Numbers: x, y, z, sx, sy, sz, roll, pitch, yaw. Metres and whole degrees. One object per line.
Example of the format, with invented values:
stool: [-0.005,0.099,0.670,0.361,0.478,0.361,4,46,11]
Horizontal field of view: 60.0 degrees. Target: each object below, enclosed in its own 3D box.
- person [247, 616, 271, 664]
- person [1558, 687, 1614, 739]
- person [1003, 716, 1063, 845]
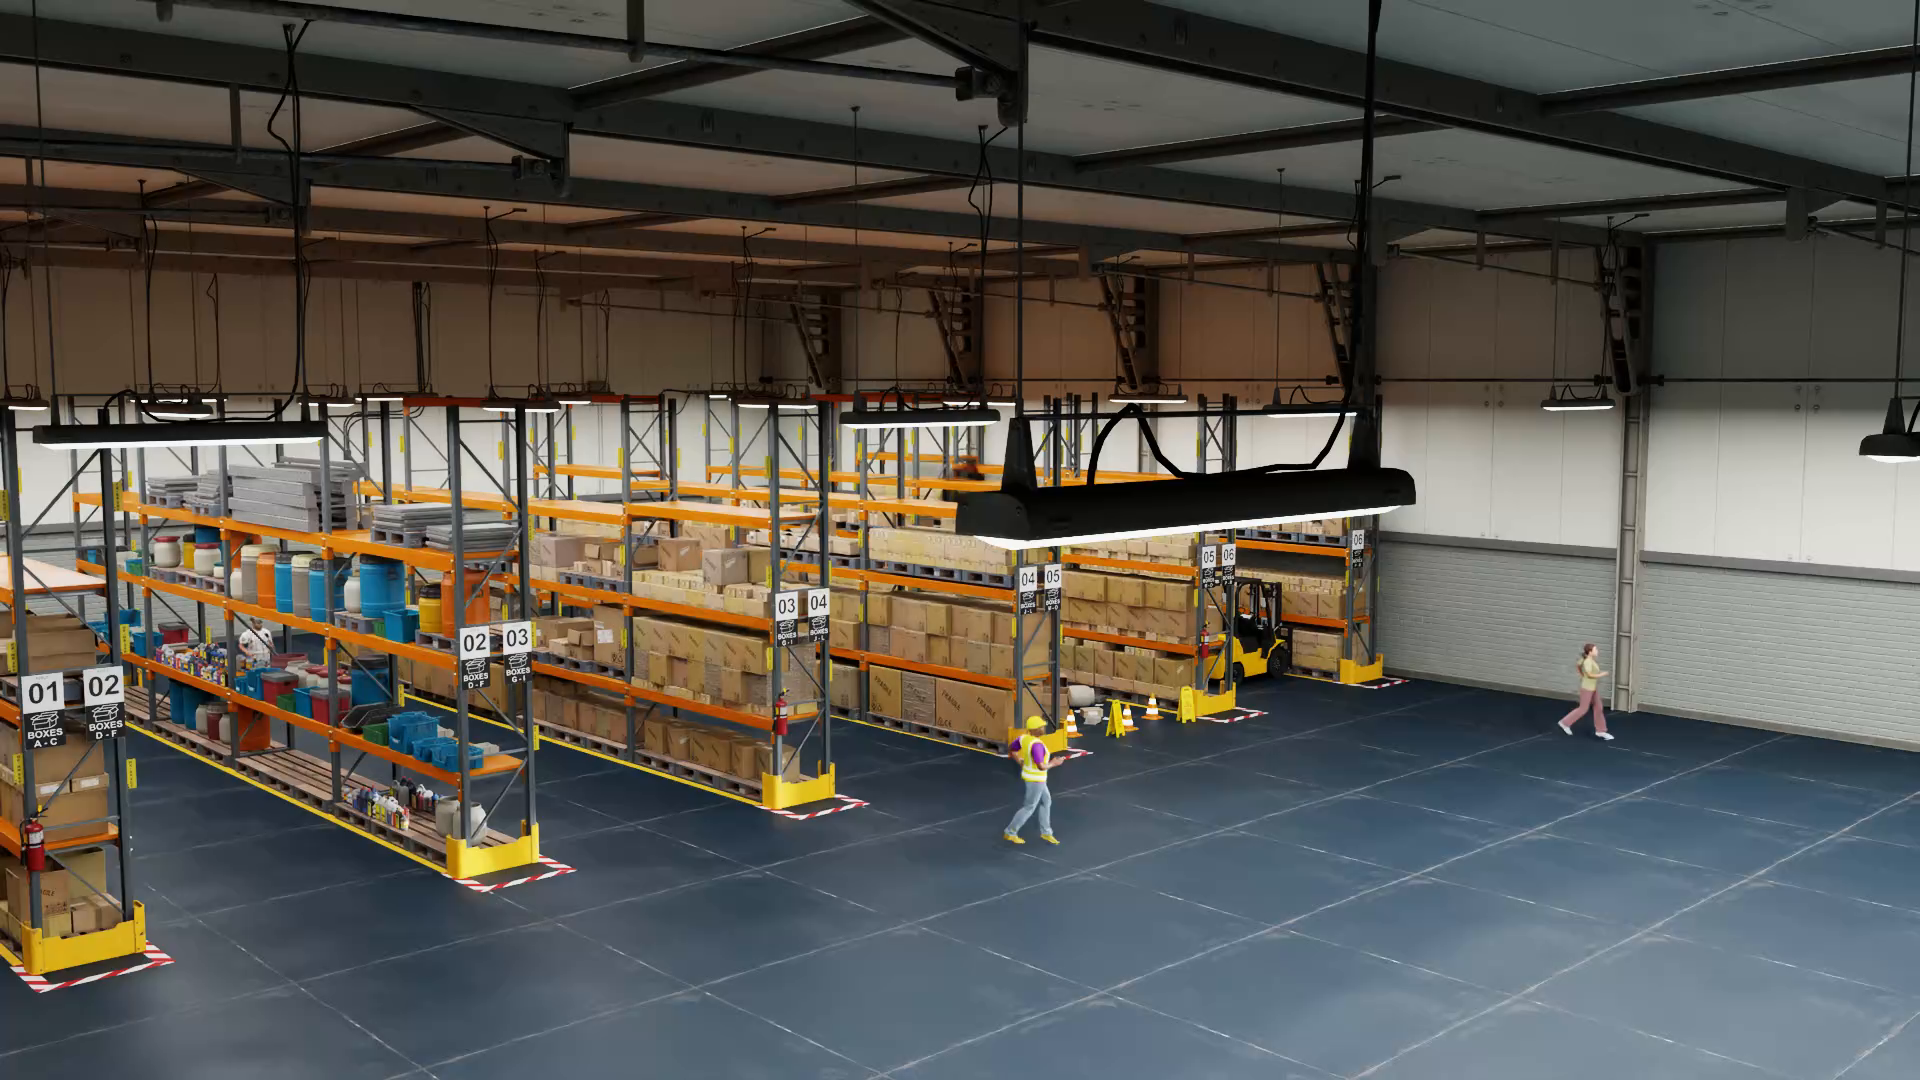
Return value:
person: [-13.712,2.316,32.552,0.532,1.735,0.438,5,7,40]
person: [11.045,3.211,29.324,0.925,0.539,0.346,3,6,25]
person: [0.984,3.280,22.457,0.830,1.824,0.681,-1,6,-11]
